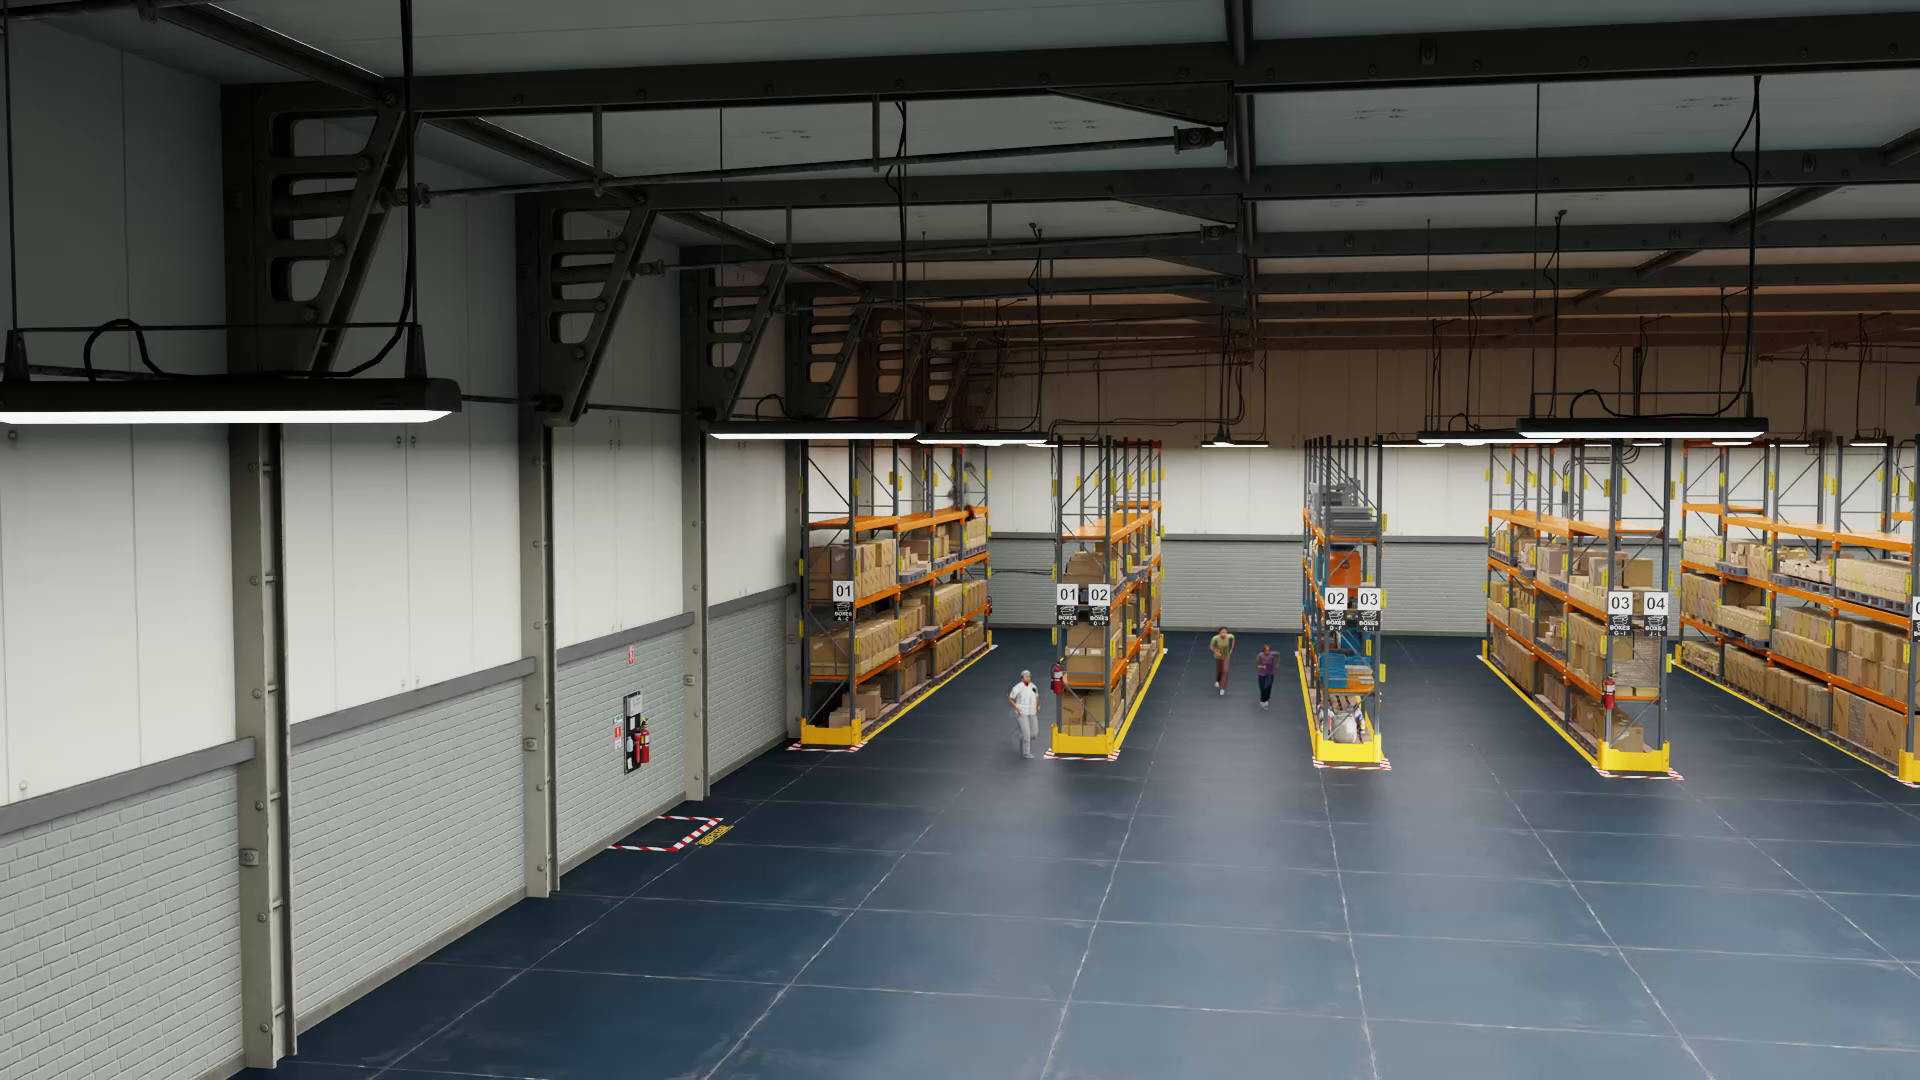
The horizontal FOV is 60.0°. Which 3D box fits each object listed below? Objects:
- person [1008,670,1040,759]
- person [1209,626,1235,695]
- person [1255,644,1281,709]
[{"bbox_3d":[1.207,3.234,30.985,0.603,1.625,0.625,-2,4,-28],"label":"person"},{"bbox_3d":[6.181,2.816,39.347,0.614,1.625,1.005,0,3,-3],"label":"person"},{"bbox_3d":[6.788,3.002,36.724,0.575,1.464,0.891,0,3,6],"label":"person"}]
